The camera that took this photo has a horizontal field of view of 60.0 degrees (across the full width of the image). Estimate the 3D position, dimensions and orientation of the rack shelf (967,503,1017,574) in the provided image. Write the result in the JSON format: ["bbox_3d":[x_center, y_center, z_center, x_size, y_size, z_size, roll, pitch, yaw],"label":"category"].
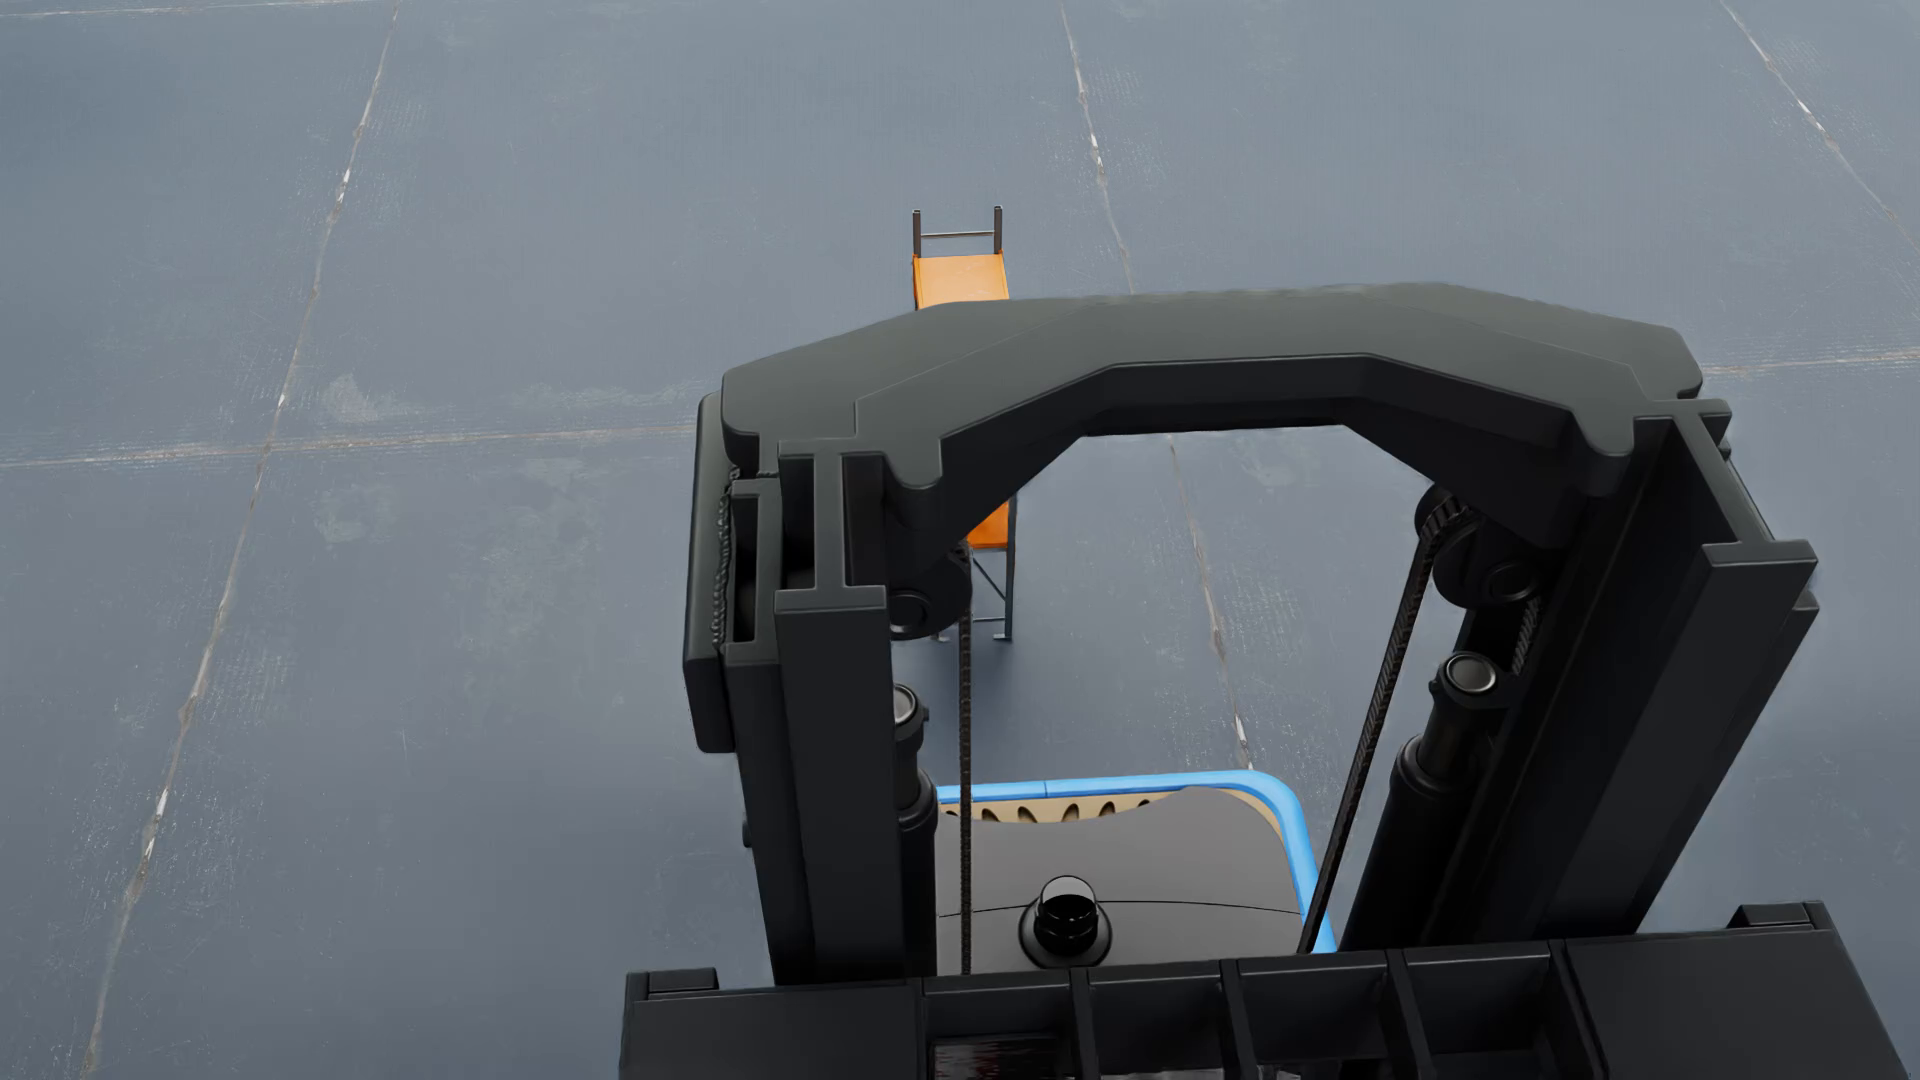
[{"bbox_3d":[0.014,-0.110,4.894,0.258,0.148,0.480,-3,47,-3],"label":"rack shelf"}]

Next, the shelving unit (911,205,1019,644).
[{"bbox_3d":[0.014,-0.293,4.701,0.258,1.200,0.503,-3,47,-3],"label":"shelving unit"}]

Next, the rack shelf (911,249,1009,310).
[{"bbox_3d":[0.014,-0.563,4.416,0.258,0.148,0.480,-3,47,-3],"label":"rack shelf"}]

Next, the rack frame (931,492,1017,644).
[{"bbox_3d":[0.034,-0.116,4.534,0.240,1.200,0.015,-3,47,-3],"label":"rack frame"}]

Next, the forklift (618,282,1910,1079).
[{"bbox_3d":[0.267,1.281,2.018,1.130,2.935,3.031,-3,47,-3],"label":"forklift"}]

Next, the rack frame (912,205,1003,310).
[{"bbox_3d":[-0.007,-0.469,4.868,0.240,1.200,0.015,-3,47,-3],"label":"rack frame"}]

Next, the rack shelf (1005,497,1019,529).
[{"bbox_3d":[0.014,-0.247,4.750,0.258,0.148,0.480,-3,47,-3],"label":"rack shelf"}]
